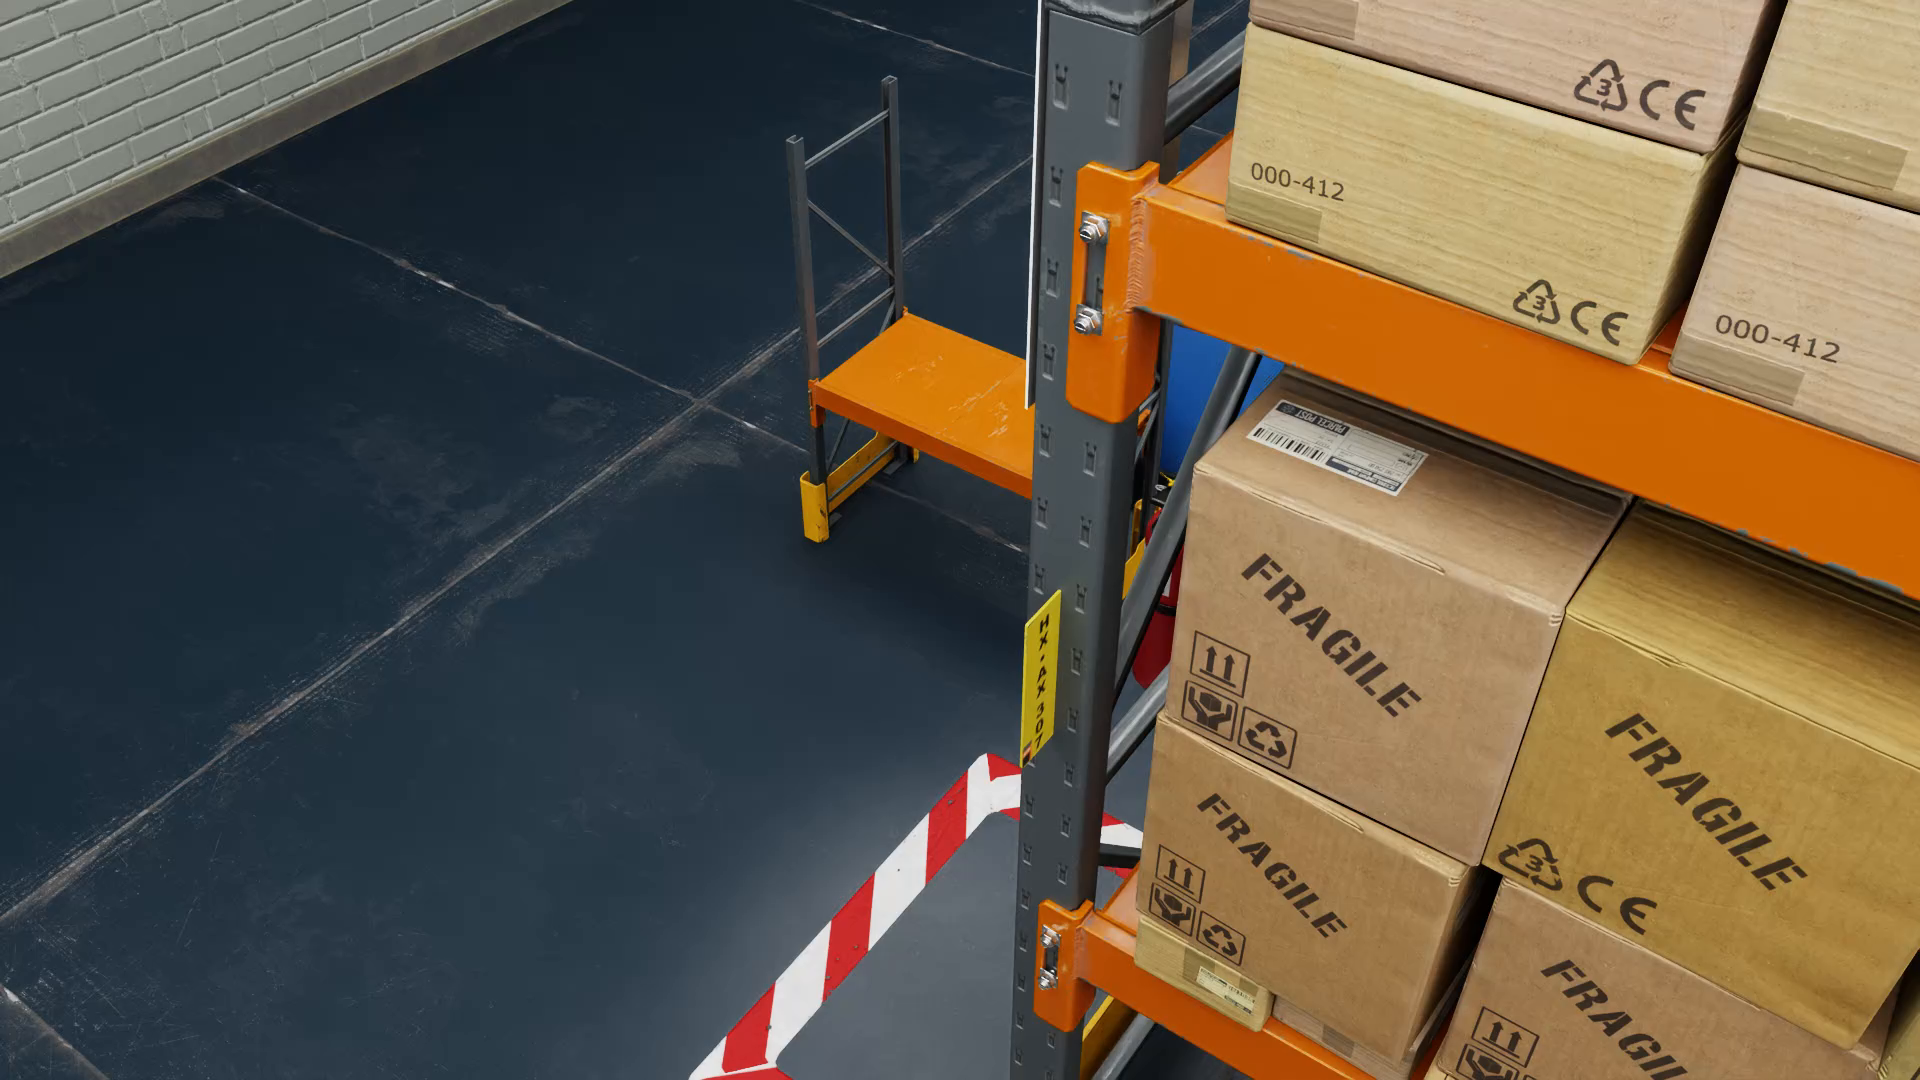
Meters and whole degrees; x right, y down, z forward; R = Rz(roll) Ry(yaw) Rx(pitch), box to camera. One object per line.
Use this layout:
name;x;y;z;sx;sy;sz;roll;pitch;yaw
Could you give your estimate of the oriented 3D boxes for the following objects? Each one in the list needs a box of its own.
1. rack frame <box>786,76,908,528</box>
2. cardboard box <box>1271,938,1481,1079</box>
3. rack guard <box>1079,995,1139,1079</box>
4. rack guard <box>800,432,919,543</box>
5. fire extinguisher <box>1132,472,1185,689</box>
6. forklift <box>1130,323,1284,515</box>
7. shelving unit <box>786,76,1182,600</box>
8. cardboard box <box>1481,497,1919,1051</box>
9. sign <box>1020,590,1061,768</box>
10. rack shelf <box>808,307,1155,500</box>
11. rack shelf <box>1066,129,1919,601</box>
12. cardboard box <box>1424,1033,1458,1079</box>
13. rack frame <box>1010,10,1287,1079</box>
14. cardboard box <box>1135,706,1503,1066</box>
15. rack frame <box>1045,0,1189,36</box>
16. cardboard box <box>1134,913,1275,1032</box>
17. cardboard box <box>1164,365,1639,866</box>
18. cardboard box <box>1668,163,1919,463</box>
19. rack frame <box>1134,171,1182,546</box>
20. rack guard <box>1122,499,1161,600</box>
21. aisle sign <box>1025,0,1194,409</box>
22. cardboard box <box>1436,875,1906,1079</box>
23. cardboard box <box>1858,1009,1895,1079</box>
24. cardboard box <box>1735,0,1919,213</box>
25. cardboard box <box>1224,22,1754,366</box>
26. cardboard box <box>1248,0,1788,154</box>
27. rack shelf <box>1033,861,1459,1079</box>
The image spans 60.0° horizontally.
rack frame;-0.346;-0.721;5.431;0.032;1.500;0.500;25;48;25
cardboard box;0.748;0.719;2.886;0.250;0.149;0.380;27;48;27
rack guard;0.501;1.208;4.025;0.348;0.500;1.175;25;48;25
rack guard;-0.345;-0.255;5.847;0.087;0.250;0.587;25;48;25
fire extinguisher;0.497;0.066;3.764;0.183;0.674;0.296;25;48;25
forklift;2.126;-0.954;4.618;3.031;2.935;1.130;20;46;21
shelving unit;0.062;-0.530;5.217;1.083;1.500;0.587;25;48;25
cardboard box;1.070;0.233;2.192;0.500;0.500;0.500;26;48;26
sign;0.127;0.221;2.605;0.005;0.325;0.100;25;48;25
rack shelf;0.070;-0.392;5.333;1.000;0.185;0.538;25;48;25
rack shelf;2.076;0.163;1.608;4.000;0.370;1.077;25;48;25
cardboard box;0.937;0.851;2.738;0.250;0.149;0.380;24;47;24
rack frame;0.438;0.247;3.224;0.127;3.000;1.000;25;48;25
cardboard box;0.647;0.422;2.731;0.500;0.500;0.500;27;49;27
rack frame;0.438;-1.989;1.224;0.127;3.000;1.000;25;48;25
cardboard box;0.515;0.644;2.970;0.250;0.149;0.380;25;47;25
cardboard box;0.654;0.043;2.404;0.500;0.500;0.500;25;47;25
cardboard box;1.088;-0.299;1.698;0.500;0.250;0.500;27;48;27
rack frame;0.486;-0.332;4.996;0.032;1.500;0.500;25;48;25
rack guard;0.470;0.127;5.421;0.087;0.250;0.587;25;48;25
aisle sign;0.206;-0.586;2.206;0.004;0.787;0.394;25;48;25
cardboard box;1.100;0.613;2.518;0.500;0.500;0.500;25;48;25
cardboard box;1.494;0.807;2.300;0.500;0.500;0.500;26;48;26
cardboard box;1.077;-0.492;1.538;0.500;0.250;0.500;24;47;25
cardboard box;0.659;-0.503;1.926;0.500;0.250;0.500;27;48;27
cardboard box;0.657;-0.687;1.757;0.500;0.250;0.500;26;48;26
rack shelf;2.076;1.281;2.609;4.000;0.370;1.077;25;48;25
